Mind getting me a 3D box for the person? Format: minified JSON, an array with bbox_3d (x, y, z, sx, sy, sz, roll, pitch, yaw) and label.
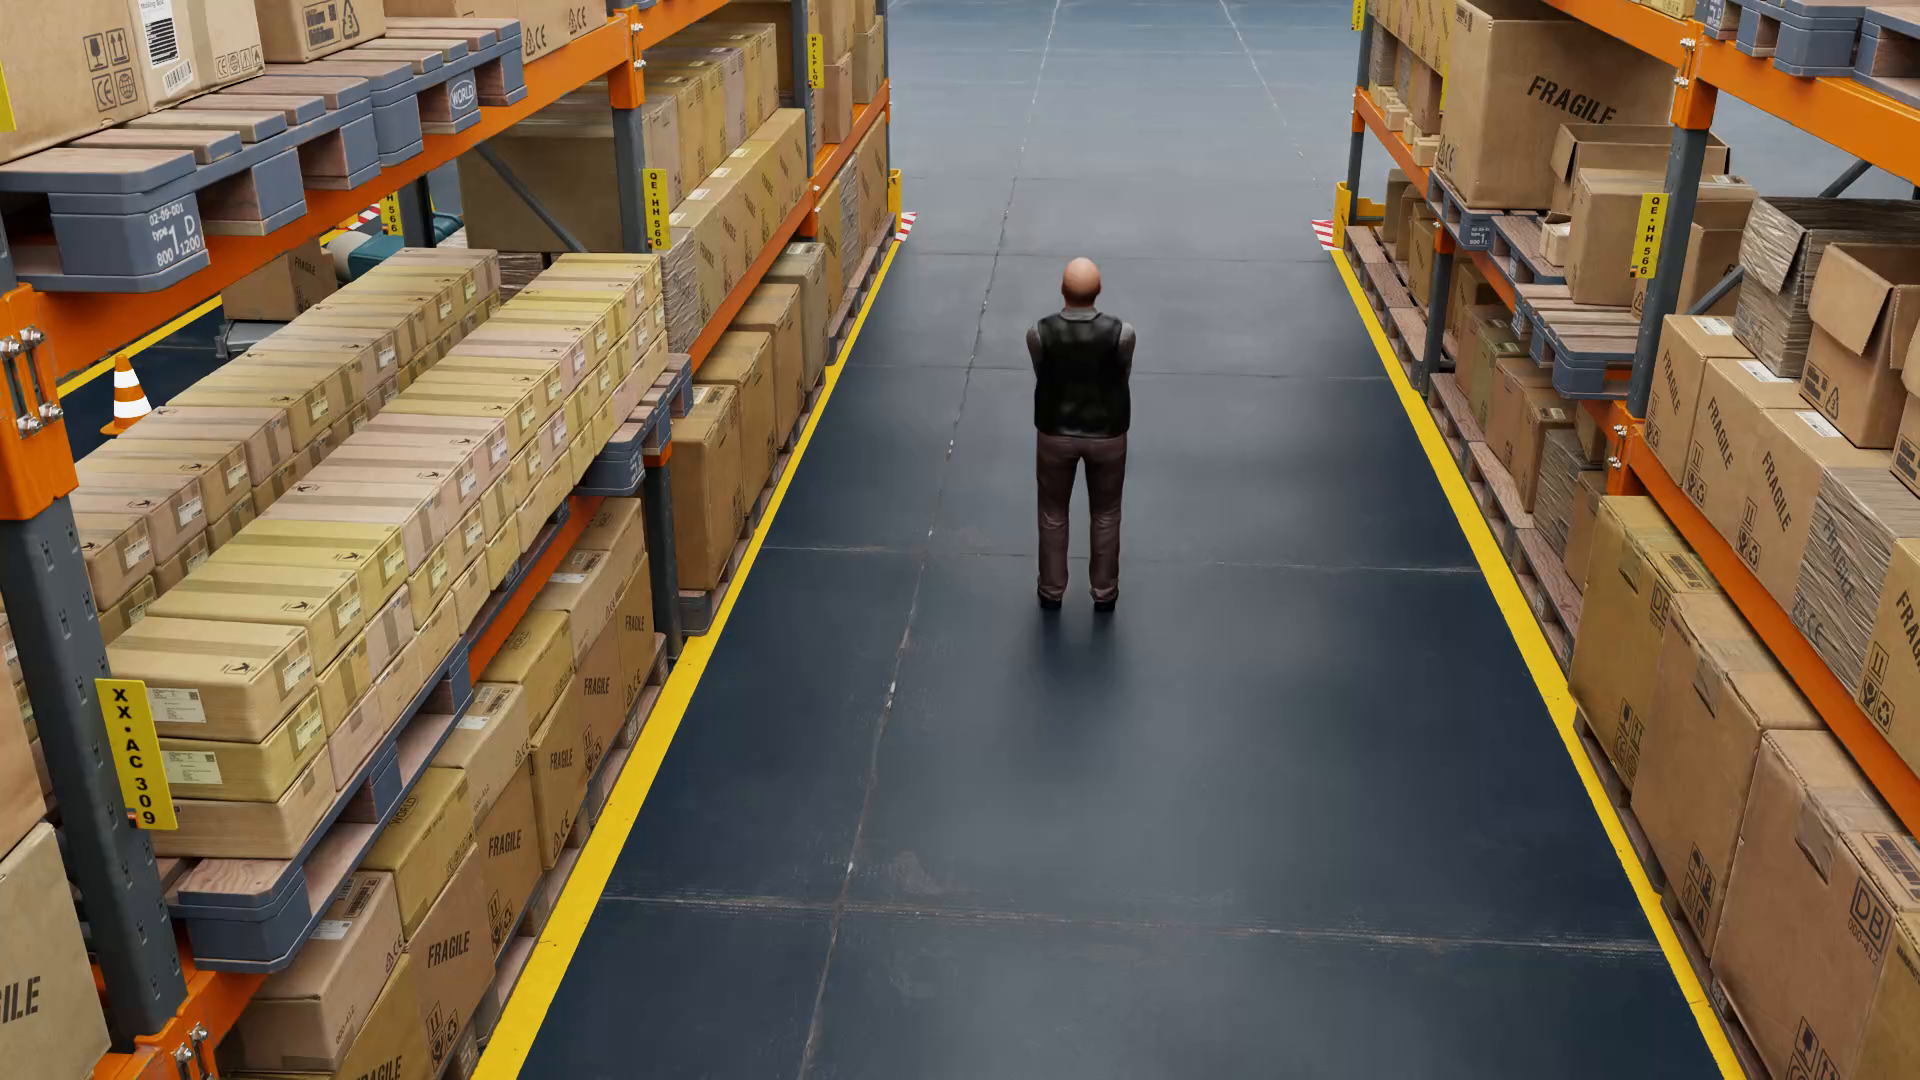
[{"bbox_3d":[0.554,-0.517,7.786,0.494,1.711,0.551,2,24,5],"label":"person"}]
